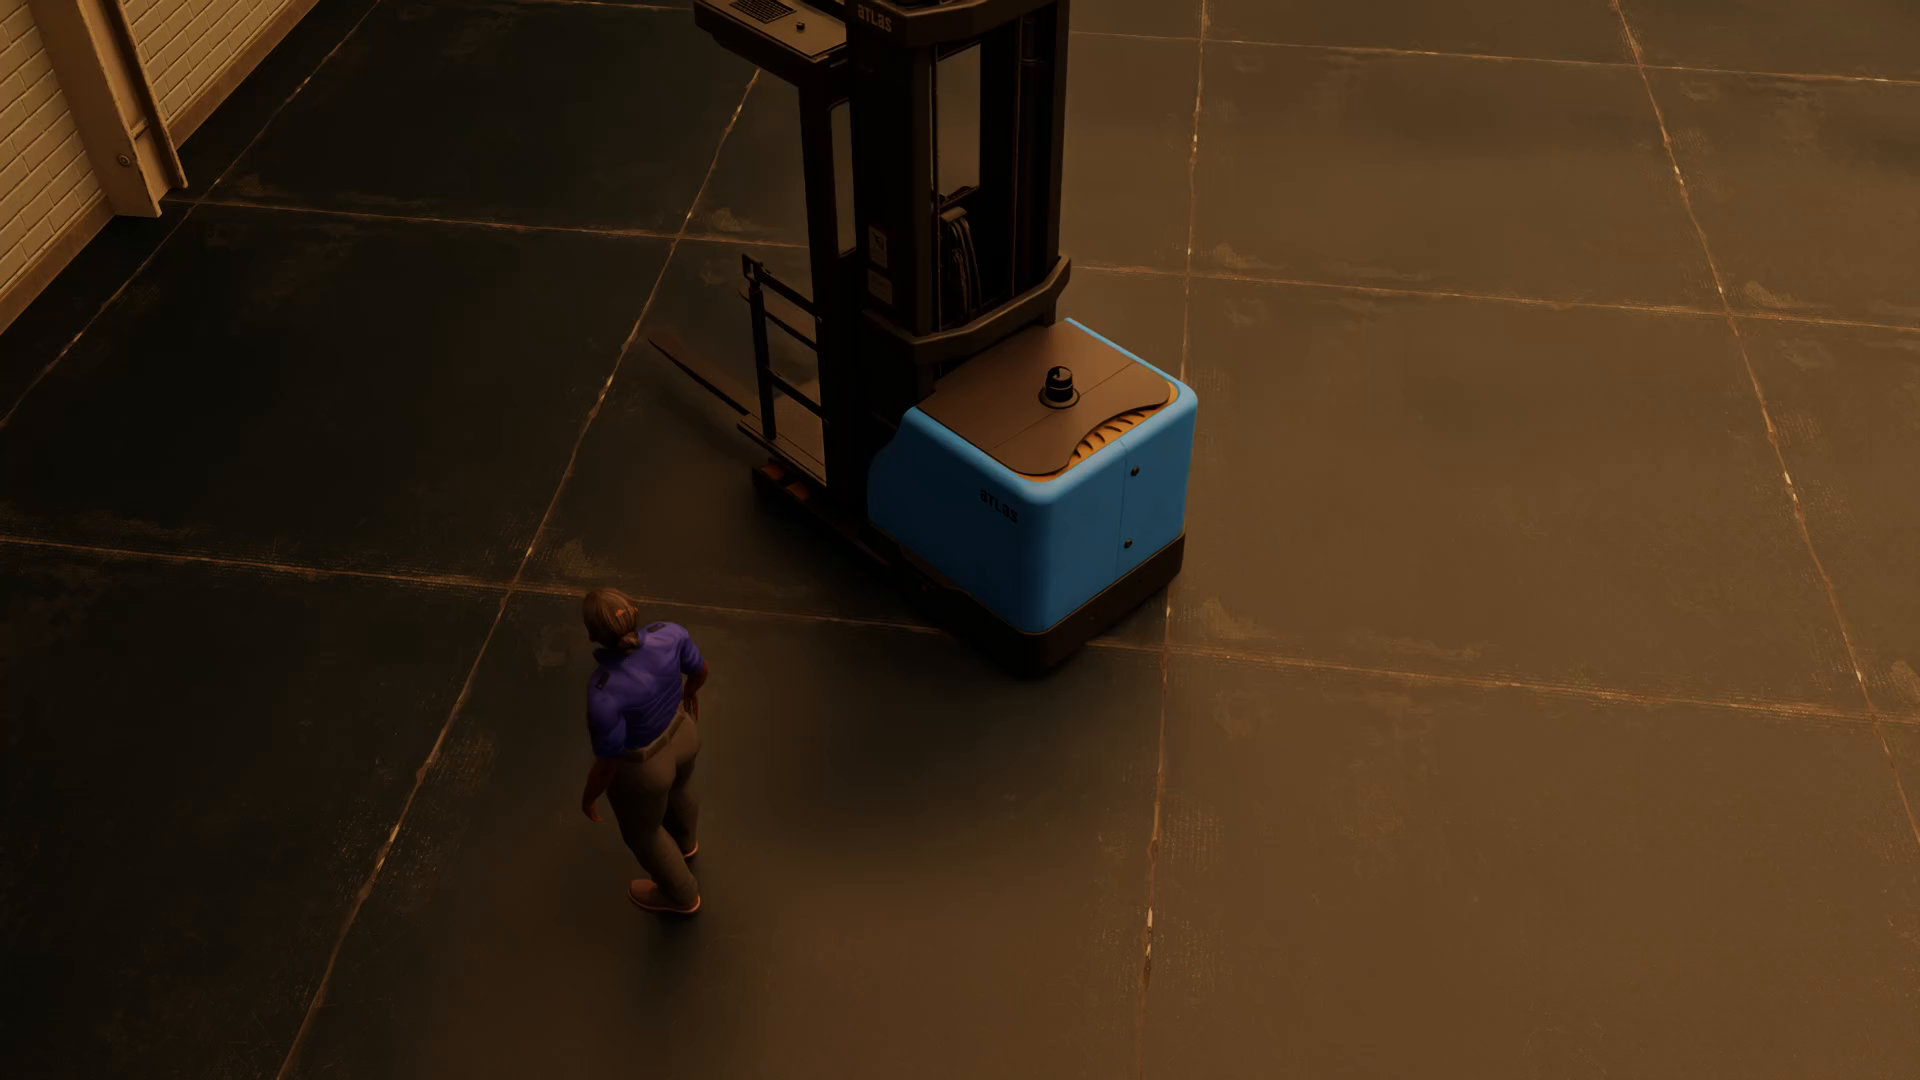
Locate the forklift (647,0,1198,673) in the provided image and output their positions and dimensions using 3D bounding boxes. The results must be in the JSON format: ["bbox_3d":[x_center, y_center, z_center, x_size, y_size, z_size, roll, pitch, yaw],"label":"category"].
[{"bbox_3d":[-0.360,-1.407,7.256,1.130,2.935,3.031,-33,52,-31],"label":"forklift"}]

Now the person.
[{"bbox_3d":[-1.169,0.721,5.883,0.477,1.657,0.611,20,46,20],"label":"person"}]
